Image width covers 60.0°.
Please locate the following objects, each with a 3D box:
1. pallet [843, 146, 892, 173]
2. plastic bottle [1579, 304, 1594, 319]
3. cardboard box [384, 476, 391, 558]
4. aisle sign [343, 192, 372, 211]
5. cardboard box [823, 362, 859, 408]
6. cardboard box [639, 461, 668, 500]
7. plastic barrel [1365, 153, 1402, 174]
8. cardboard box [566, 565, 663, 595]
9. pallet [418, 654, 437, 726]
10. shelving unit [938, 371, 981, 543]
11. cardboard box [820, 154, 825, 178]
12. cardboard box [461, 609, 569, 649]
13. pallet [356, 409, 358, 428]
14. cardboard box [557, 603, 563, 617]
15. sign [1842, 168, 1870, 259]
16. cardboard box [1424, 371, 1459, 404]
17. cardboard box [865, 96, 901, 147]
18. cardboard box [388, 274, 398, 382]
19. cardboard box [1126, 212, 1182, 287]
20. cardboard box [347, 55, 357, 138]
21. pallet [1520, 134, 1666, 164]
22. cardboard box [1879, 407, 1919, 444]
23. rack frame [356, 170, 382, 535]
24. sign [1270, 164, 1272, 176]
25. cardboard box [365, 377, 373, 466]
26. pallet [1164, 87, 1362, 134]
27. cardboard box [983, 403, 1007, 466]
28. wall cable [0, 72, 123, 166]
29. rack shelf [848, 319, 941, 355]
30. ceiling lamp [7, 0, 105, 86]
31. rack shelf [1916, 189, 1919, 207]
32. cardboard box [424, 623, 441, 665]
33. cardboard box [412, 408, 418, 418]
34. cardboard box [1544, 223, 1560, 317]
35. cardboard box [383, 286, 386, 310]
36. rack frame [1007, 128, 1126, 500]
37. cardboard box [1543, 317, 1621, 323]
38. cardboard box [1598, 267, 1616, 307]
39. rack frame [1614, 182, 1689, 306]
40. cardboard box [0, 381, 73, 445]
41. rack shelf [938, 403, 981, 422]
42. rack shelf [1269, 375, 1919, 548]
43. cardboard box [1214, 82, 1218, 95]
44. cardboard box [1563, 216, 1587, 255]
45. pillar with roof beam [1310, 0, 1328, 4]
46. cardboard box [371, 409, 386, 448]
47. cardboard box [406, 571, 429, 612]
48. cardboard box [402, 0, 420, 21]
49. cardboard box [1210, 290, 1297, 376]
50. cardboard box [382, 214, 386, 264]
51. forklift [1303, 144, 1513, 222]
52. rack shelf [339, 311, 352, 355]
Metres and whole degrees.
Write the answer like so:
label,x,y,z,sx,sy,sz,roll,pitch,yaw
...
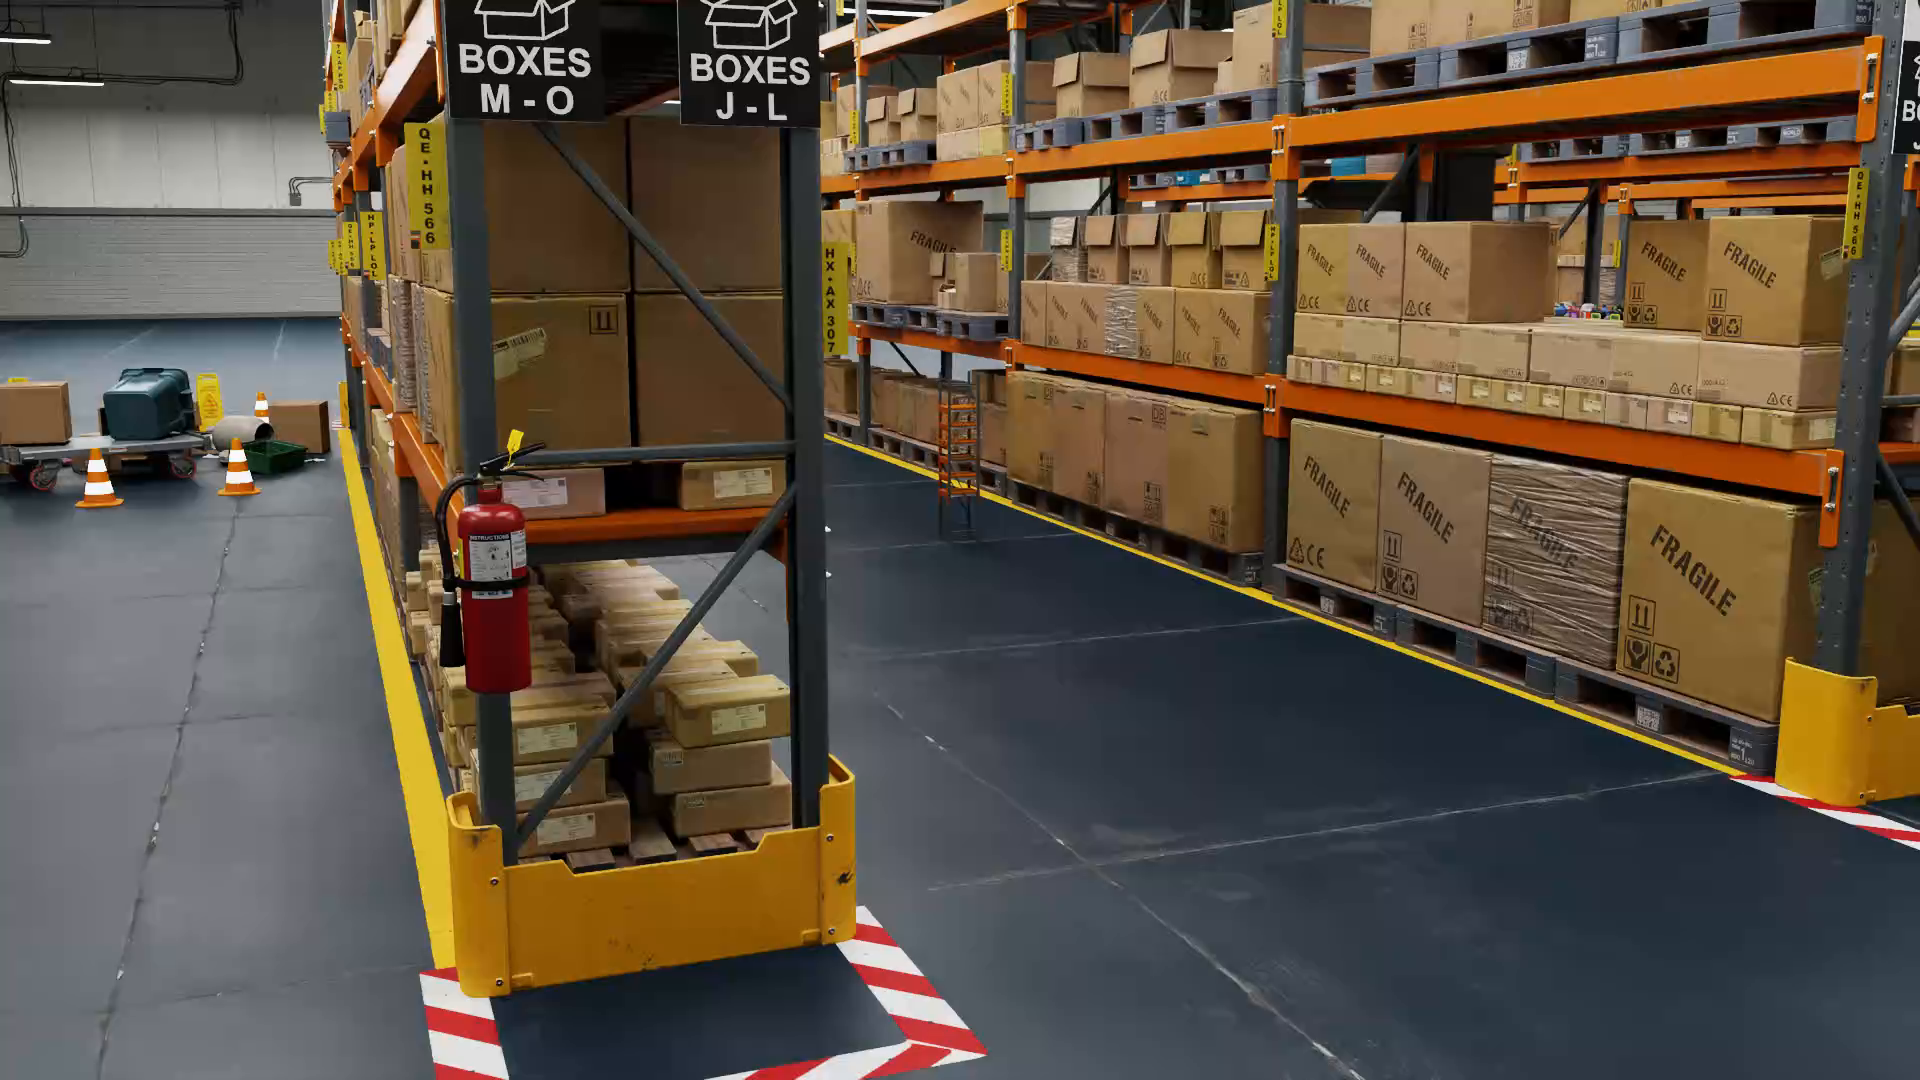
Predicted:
label,x,y,z,sx,sy,sz,roll,pitch,yaw
pallet,-0.443,-3.771,16.528,1.213,0.211,1.003,-4,11,-21
plastic bottle,5.521,-1.928,14.550,0.152,0.276,0.135,-4,11,-21
cardboard box,-3.199,-0.139,10.076,0.500,0.500,0.500,-4,11,-22
aisle sign,-6.982,-4.122,19.103,0.394,0.787,0.004,-4,11,-21
cardboard box,-1.349,-1.822,19.535,0.500,0.500,0.500,-3,10,-16
cardboard box,-0.821,-0.226,5.346,0.380,0.149,0.250,-3,11,-19
plastic barrel,4.672,-4.357,17.850,0.600,0.901,0.600,0,10,0
cardboard box,-1.525,0.220,7.361,0.380,0.149,0.250,-4,11,-24
pallet,-2.052,0.590,8.002,1.003,0.211,1.213,-4,11,-21
shelving unit,-0.005,-0.593,11.828,0.258,1.200,0.189,-4,11,-21
cardboard box,-1.345,-4.124,18.403,0.500,0.250,0.500,-4,11,-21
cardboard box,-1.733,0.380,6.458,0.380,0.149,0.250,-4,11,-23
pallet,-6.314,-1.351,18.911,1.003,0.211,1.213,-4,11,-21
cardboard box,-1.585,0.365,7.397,0.380,0.149,0.250,-4,11,-20
sign,3.270,-1.190,6.065,0.100,0.325,0.005,-4,11,-21
cardboard box,2.599,-0.784,8.481,0.380,0.149,0.250,-4,11,-20
cardboard box,-0.490,-4.146,16.604,0.797,0.503,0.637,-4,11,-24
cardboard box,-2.384,-0.989,7.782,0.500,0.500,0.500,-4,11,-22
cardboard box,1.614,-2.049,11.723,0.797,0.503,0.637,-4,11,-19
cardboard box,-3.819,-2.959,11.141,0.500,0.500,0.500,-4,11,-21
pallet,5.684,-3.409,14.493,1.003,0.211,1.213,-4,11,-21
cardboard box,3.960,-0.491,6.833,0.380,0.149,0.250,-4,11,-20
rack frame,-3.778,-1.543,12.032,1.000,3.000,0.127,-4,11,-21
sign,3.532,-4.257,18.697,0.100,0.325,0.005,-4,11,-21
cardboard box,-4.572,-1.042,14.438,1.050,0.750,0.750,-4,11,-21
pallet,1.953,-2.718,10.616,0.805,0.209,1.217,-4,11,-23
cardboard box,0.620,-0.936,14.497,0.700,0.500,0.500,-5,11,-24
wall cable,-24.651,-11.577,45.752,3.097,2.526,0.112,-4,11,-21
rack shelf,-1.292,-2.467,19.277,1.077,0.370,4.000,-4,11,-21
ceiling lamp,-21.511,-12.427,39.420,2.000,3.185,0.800,-4,11,-21
rack shelf,10.841,-3.266,15.204,1.077,0.370,4.000,-4,11,-21
cardboard box,-2.261,0.467,7.672,0.380,0.149,0.250,-4,11,-21
cardboard box,-2.368,-0.662,7.796,0.380,0.149,0.250,-4,11,-19
cardboard box,2.925,-1.490,9.172,0.500,0.500,0.500,-4,11,-20
cardboard box,-3.689,-1.637,11.227,0.380,0.149,0.250,-3,11,-18
rack frame,0.882,-1.842,13.709,1.000,3.000,0.127,-4,11,-21
cardboard box,3.111,-1.038,8.771,0.500,0.250,0.500,-4,11,-20
cardboard box,8.500,-3.244,21.306,0.700,0.500,0.500,-4,11,-22
rack frame,8.667,-3.123,20.910,1.000,3.000,0.127,-4,11,-21
cardboard box,-8.156,-1.126,14.659,0.500,0.500,0.500,-4,11,-21
rack shelf,-0.005,-0.904,11.773,0.258,0.103,0.180,-4,11,-21
rack shelf,3.056,-0.508,8.266,1.077,0.370,4.000,-4,11,-21
cardboard box,1.932,-3.001,11.180,0.380,0.149,0.250,-4,11,-23
cardboard box,8.316,-3.965,21.656,0.700,0.500,0.500,-4,11,-21
pillar with roof beam,4.532,-8.670,34.968,9.100,9.000,0.548,-4,11,-21
cardboard box,-3.753,-0.761,11.429,0.500,0.250,0.500,-4,11,-23
cardboard box,-2.495,0.239,8.101,0.380,0.149,0.250,-3,11,-18
cardboard box,-1.482,-1.781,5.230,0.500,0.250,0.500,-4,11,-21
cardboard box,1.907,-1.297,10.361,0.500,0.500,0.500,-4,11,-21
cardboard box,-3.931,-2.159,12.351,0.700,0.500,0.500,-4,11,-21
forklift,2.847,-1.411,11.485,3.031,2.935,1.130,2,10,10
rack shelf,-5.952,-2.169,17.600,1.077,0.370,4.000,-4,11,-21
